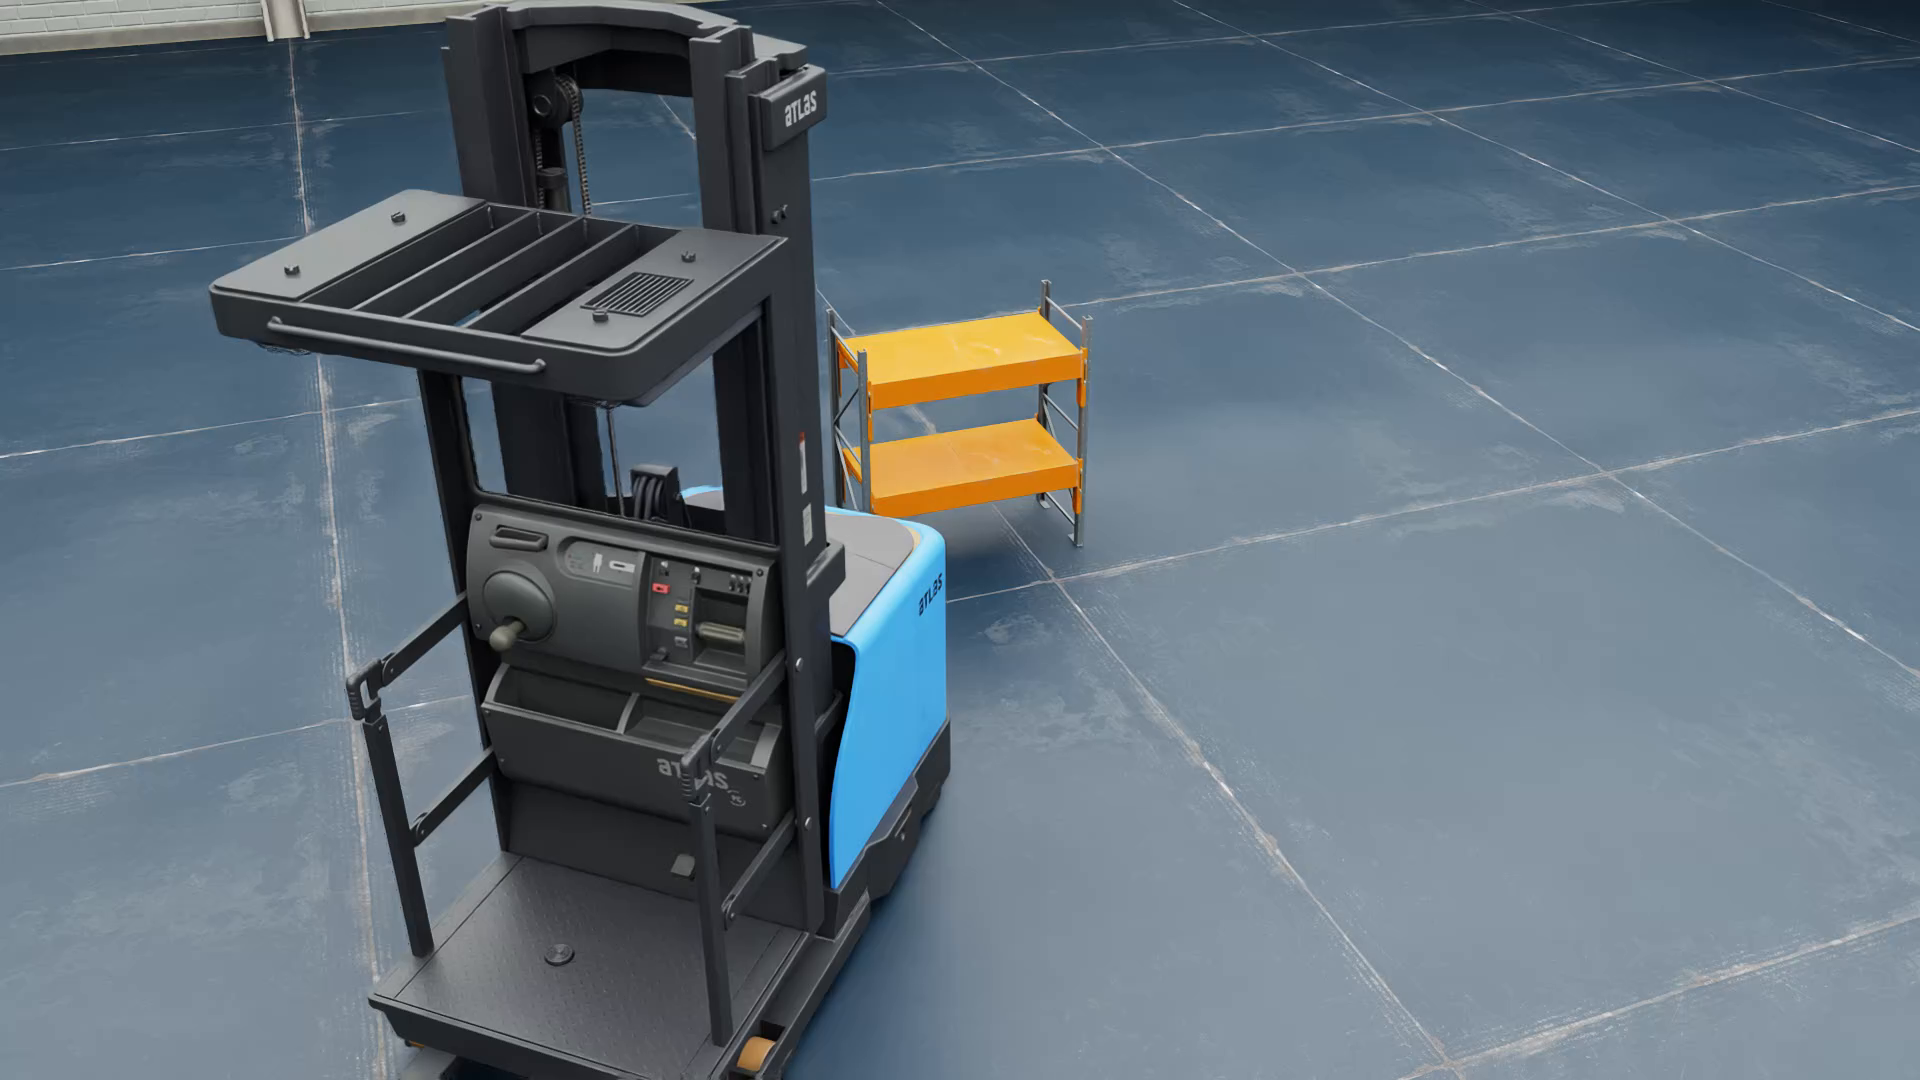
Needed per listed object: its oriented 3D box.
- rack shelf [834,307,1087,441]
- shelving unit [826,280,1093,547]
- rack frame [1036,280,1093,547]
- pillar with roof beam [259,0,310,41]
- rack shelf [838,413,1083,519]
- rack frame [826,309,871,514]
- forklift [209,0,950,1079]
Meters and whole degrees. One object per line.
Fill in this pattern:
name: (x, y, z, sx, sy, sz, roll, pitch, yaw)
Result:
rack shelf: (-0.006, -0.742, 7.325, 1.000, 0.278, 0.538, -10, 31, -18)
shelving unit: (-0.006, -0.488, 7.469, 1.048, 1.125, 0.538, -10, 31, -18)
rack frame: (0.470, -0.575, 7.624, 0.032, 1.125, 0.500, -10, 31, -18)
pillar with roof beam: (-5.180, -6.928, 10.819, 0.400, 9.000, 9.100, -10, 31, -18)
rack shelf: (-0.006, -0.275, 7.591, 1.000, 0.278, 0.538, -10, 31, -18)
rack frame: (-0.483, -0.400, 7.315, 0.032, 1.125, 0.500, -10, 31, -18)
forklift: (-1.026, 0.212, 4.416, 1.130, 2.935, 3.031, 10, 31, 18)
